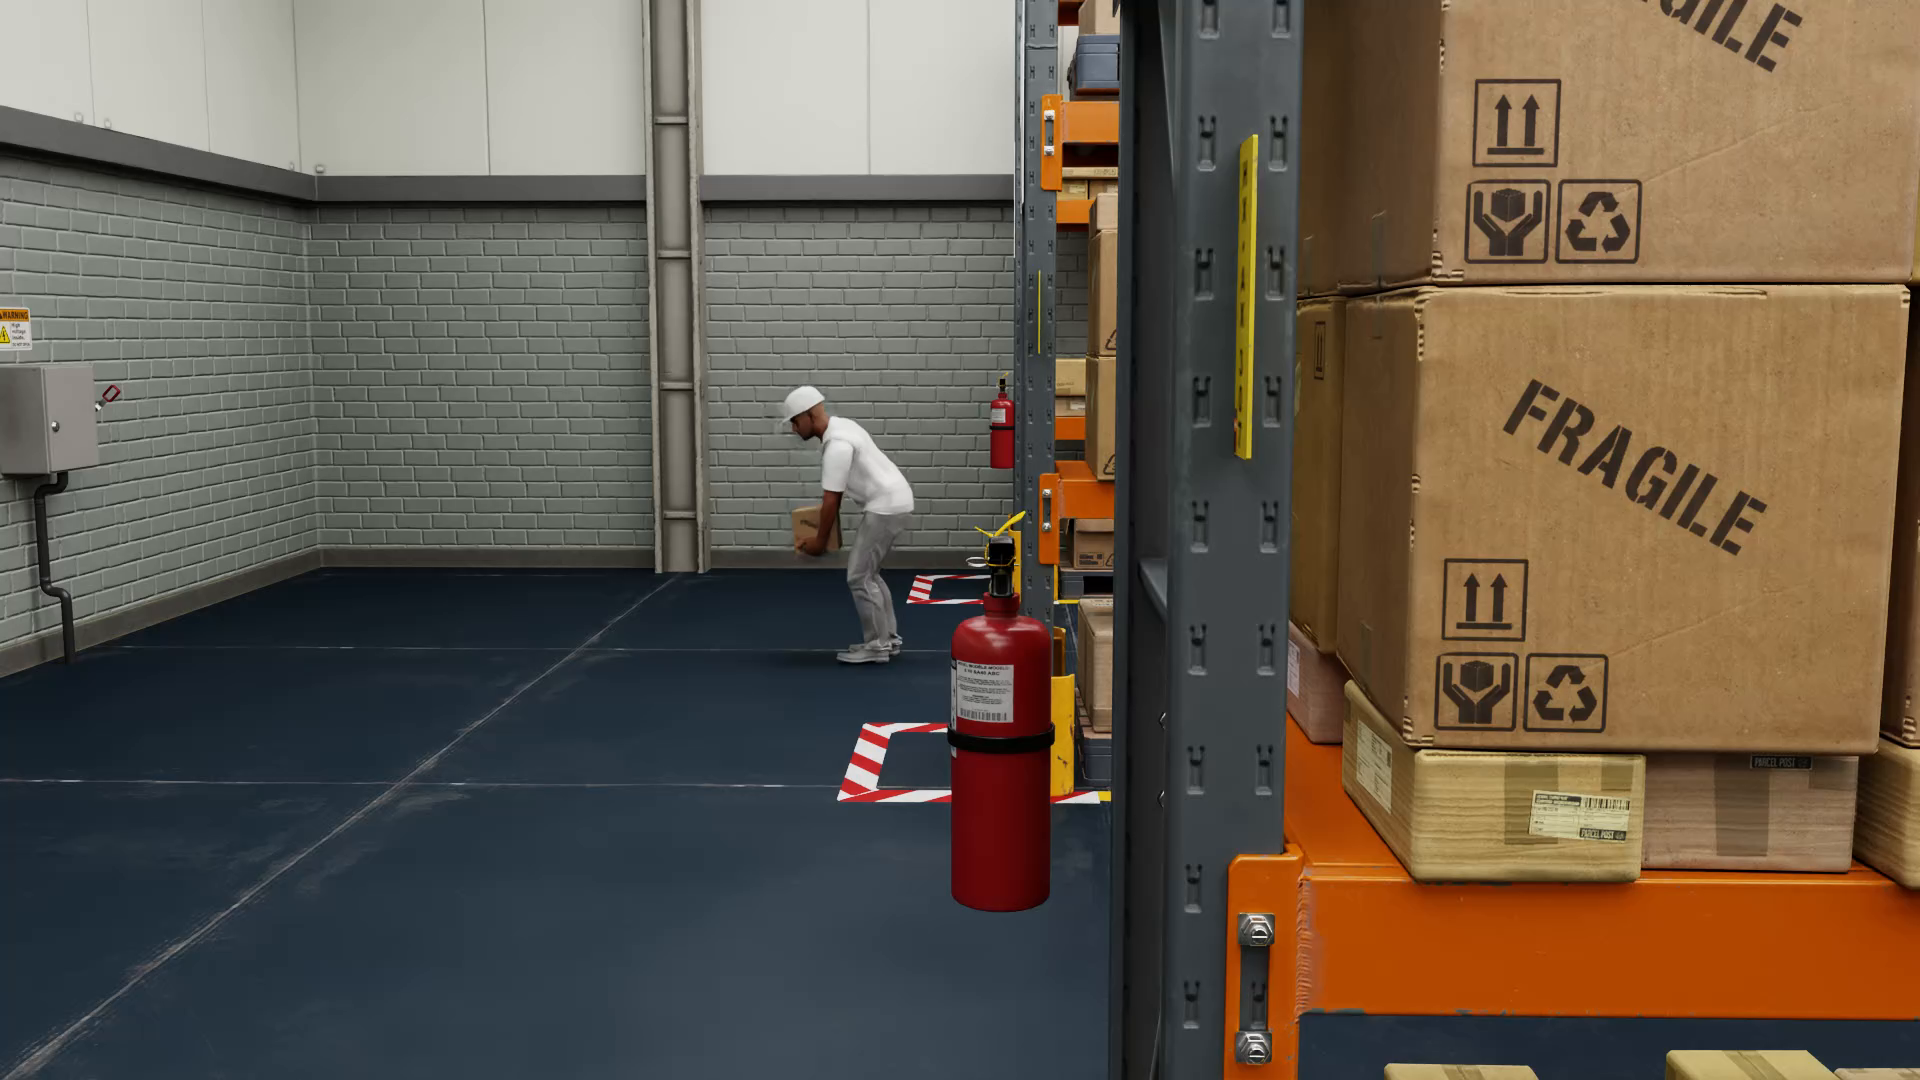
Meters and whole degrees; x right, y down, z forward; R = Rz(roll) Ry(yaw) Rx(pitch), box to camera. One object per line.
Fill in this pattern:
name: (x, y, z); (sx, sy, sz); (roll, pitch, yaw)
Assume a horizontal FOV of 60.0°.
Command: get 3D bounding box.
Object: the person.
person: (-0.645, -0.091, 9.600); (0.763, 1.588, 0.489); (0, 7, 0)
